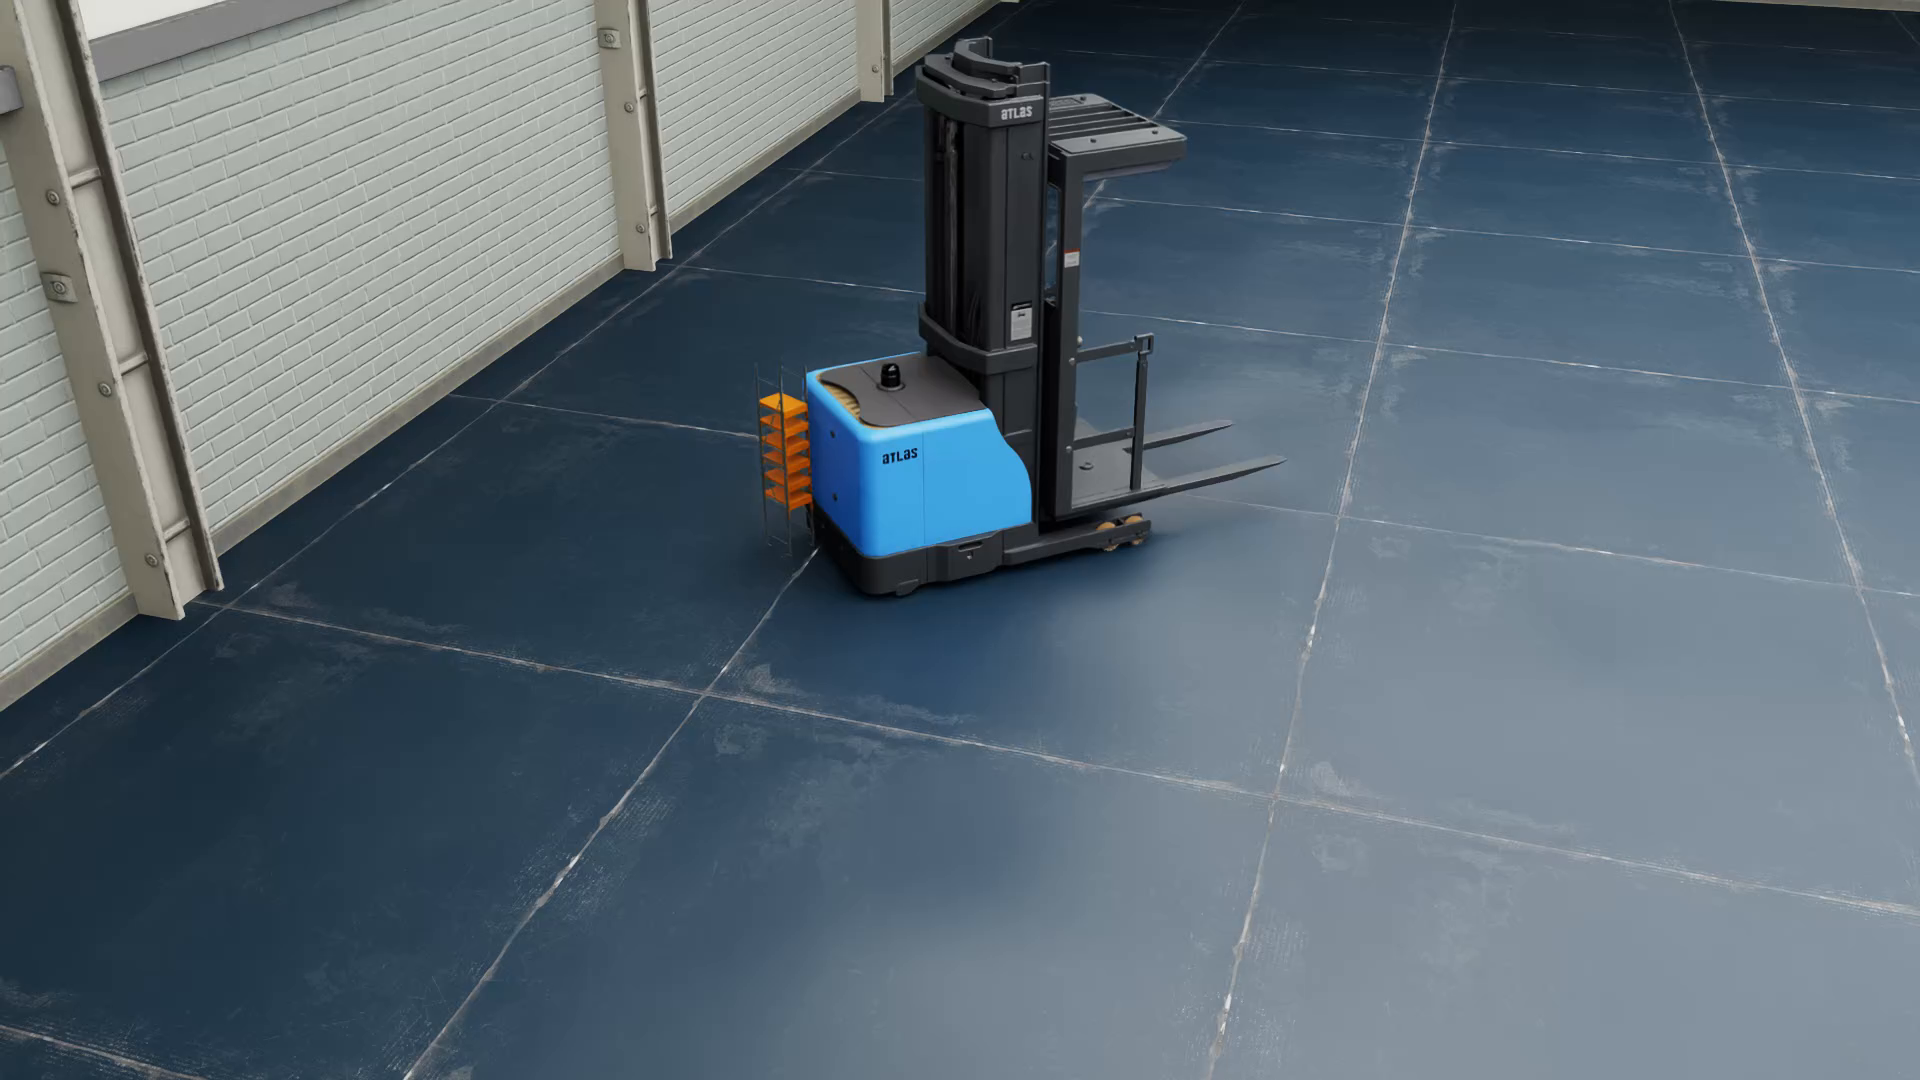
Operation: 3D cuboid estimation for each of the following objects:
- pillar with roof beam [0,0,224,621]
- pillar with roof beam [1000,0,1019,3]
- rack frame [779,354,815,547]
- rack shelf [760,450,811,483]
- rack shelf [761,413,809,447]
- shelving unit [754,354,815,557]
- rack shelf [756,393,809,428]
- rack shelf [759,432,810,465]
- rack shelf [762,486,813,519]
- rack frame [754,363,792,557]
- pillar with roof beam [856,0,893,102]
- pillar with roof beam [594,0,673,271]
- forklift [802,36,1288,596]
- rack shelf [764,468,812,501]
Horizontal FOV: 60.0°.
[{"bbox_3d":[-0.402,-2.975,6.342,9.100,9.000,0.400,8,30,15],"label":"pillar with roof beam"},{"bbox_3d":[4.881,-11.340,21.379,9.100,9.000,0.400,8,30,15],"label":"pillar with roof beam"},{"bbox_3d":[-0.975,-0.523,9.955,0.006,1.200,0.240,-26,38,-38],"label":"rack frame"},{"bbox_3d":[-1.040,-0.453,9.921,0.180,0.103,0.258,-26,38,-38],"label":"rack shelf"},{"bbox_3d":[-1.040,-0.662,9.804,0.180,0.103,0.258,-26,38,-38],"label":"rack shelf"},{"bbox_3d":[-1.040,-0.491,9.899,0.189,1.200,0.258,-26,38,-38],"label":"shelving unit"},{"bbox_3d":[-1.040,-0.767,9.746,0.180,0.103,0.258,-26,38,-38],"label":"rack shelf"},{"bbox_3d":[-1.040,-0.557,9.862,0.180,0.103,0.258,-26,38,-38],"label":"rack shelf"},{"bbox_3d":[-1.040,-0.243,10.037,0.180,0.103,0.258,-26,38,-38],"label":"rack shelf"},{"bbox_3d":[-1.105,-0.460,9.843,0.006,1.200,0.240,-26,38,-38],"label":"rack frame"},{"bbox_3d":[3.120,-8.552,16.366,9.100,9.000,0.400,8,30,15],"label":"pillar with roof beam"},{"bbox_3d":[1.359,-5.764,11.354,9.100,9.000,0.400,8,30,15],"label":"pillar with roof beam"},{"bbox_3d":[0.607,-1.436,9.816,3.031,2.935,1.130,-13,32,-22],"label":"forklift"},{"bbox_3d":[-1.040,-0.348,9.979,0.180,0.103,0.258,-26,38,-38],"label":"rack shelf"}]
